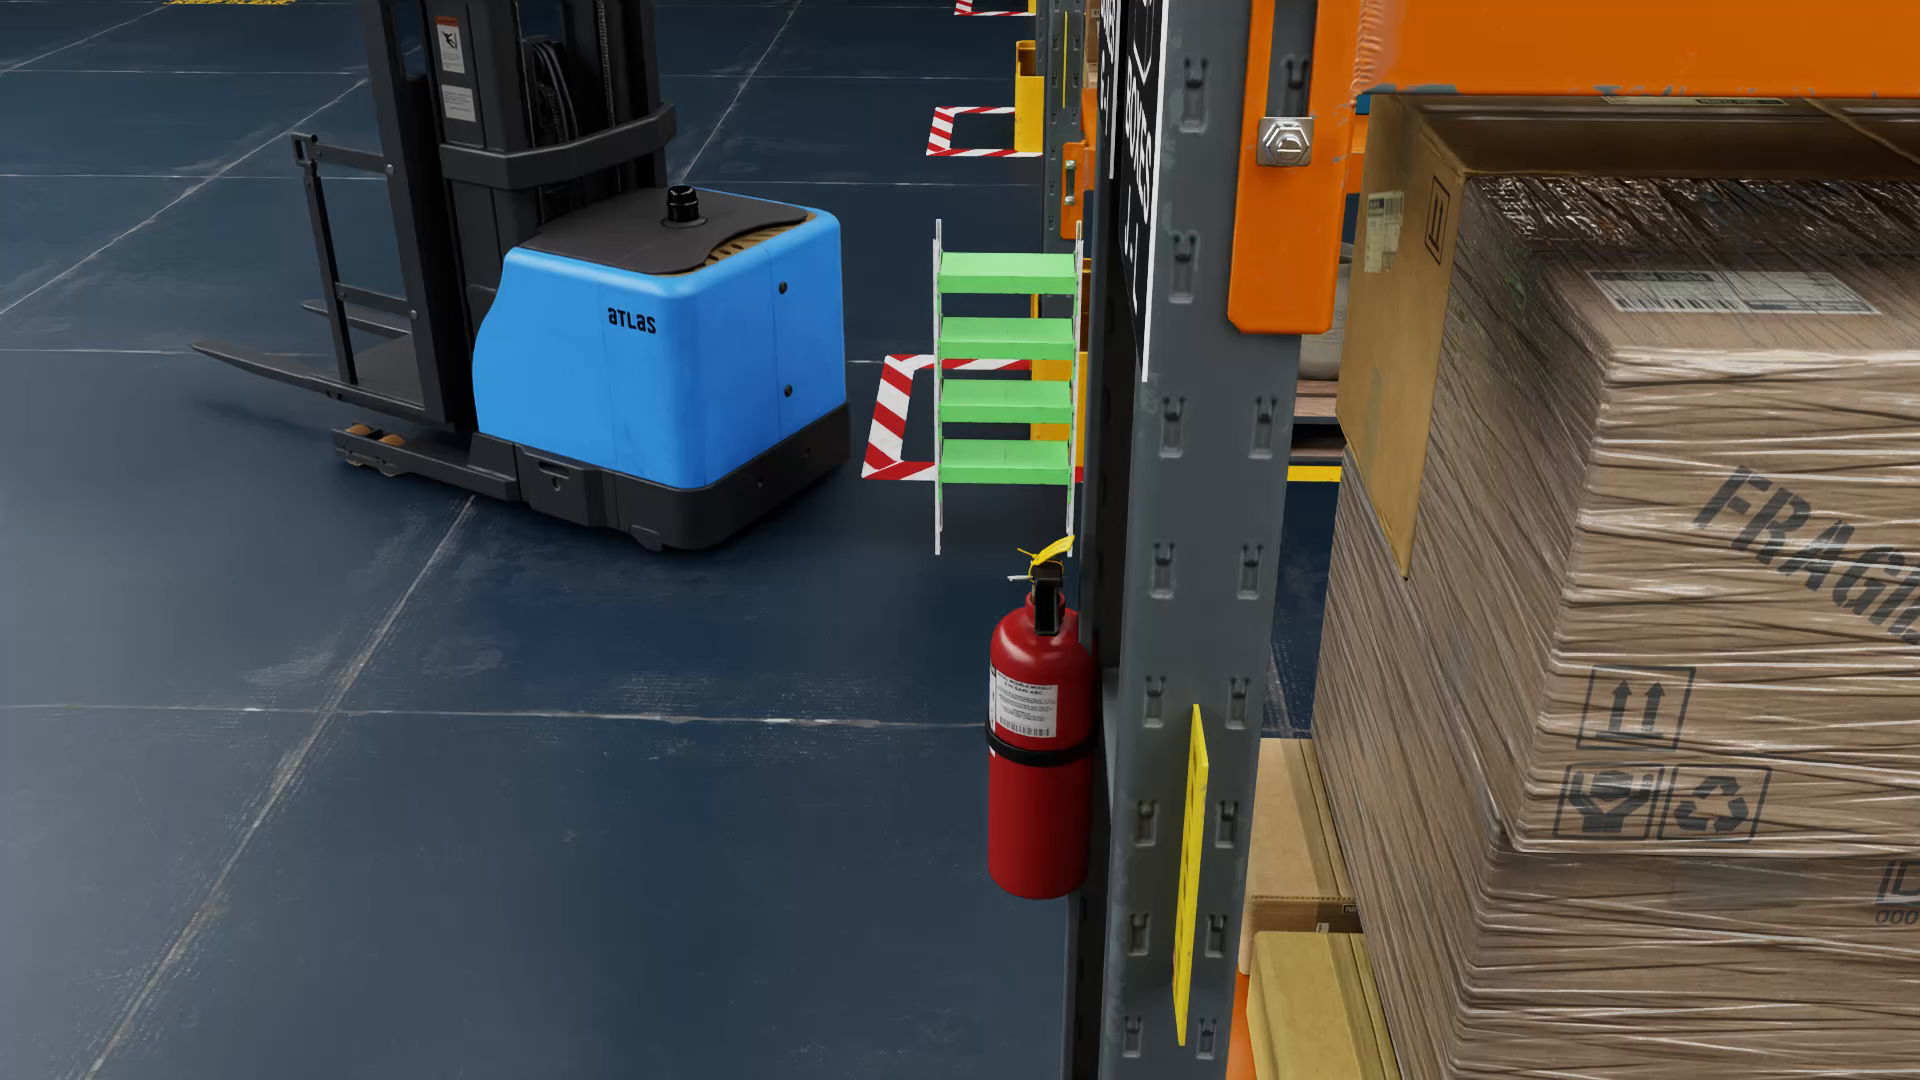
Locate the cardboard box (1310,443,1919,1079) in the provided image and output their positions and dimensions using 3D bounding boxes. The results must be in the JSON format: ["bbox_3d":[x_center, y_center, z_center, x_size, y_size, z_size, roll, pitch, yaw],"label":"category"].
[{"bbox_3d":[0.779,0.287,2.083,0.500,0.500,0.875,1,28,2],"label":"cardboard box"}]

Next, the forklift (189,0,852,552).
[{"bbox_3d":[-1.972,-1.748,6.418,3.031,2.935,1.130,15,32,27],"label":"forklift"}]

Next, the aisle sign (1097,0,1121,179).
[{"bbox_3d":[0.179,-0.850,1.875,0.004,0.787,0.394,1,28,2],"label":"aisle sign"}]

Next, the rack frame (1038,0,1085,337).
[{"bbox_3d":[0.405,-1.878,6.590,0.127,3.000,1.000,1,28,2],"label":"rack frame"}]

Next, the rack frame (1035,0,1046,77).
[{"bbox_3d":[0.583,-4.197,10.964,0.127,3.000,1.000,1,28,2],"label":"rack frame"}]

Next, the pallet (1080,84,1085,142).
[{"bbox_3d":[1.349,-2.972,11.630,1.213,0.211,1.003,1,28,2],"label":"pallet"}]

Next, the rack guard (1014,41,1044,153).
[{"bbox_3d":[0.559,-3.093,11.550,0.348,0.500,1.175,1,28,2],"label":"rack guard"}]

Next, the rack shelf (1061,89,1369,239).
[{"bbox_3d":[2.403,-1.527,6.697,4.000,0.370,1.077,1,28,2],"label":"rack shelf"}]

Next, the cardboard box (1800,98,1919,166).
[{"bbox_3d":[1.288,-0.278,2.080,0.500,0.500,0.500,1,28,2],"label":"cardboard box"}]

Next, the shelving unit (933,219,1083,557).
[{"bbox_3d":[0.165,-0.527,5.964,0.503,1.200,0.258,1,28,2],"label":"shelving unit"}]

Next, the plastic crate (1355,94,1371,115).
[{"bbox_3d":[1.564,-1.931,6.849,0.408,0.251,0.499,1,28,2],"label":"plastic crate"}]

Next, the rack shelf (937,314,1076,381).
[{"bbox_3d":[0.165,-0.683,5.881,0.480,0.148,0.258,1,28,2],"label":"rack shelf"}]

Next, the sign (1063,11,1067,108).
[{"bbox_3d":[0.381,-1.743,6.040,0.005,0.325,0.100,1,28,2],"label":"sign"}]

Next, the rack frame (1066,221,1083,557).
[{"bbox_3d":[0.409,-0.523,5.956,0.015,1.200,0.240,1,28,2],"label":"rack frame"}]

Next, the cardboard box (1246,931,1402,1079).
[{"bbox_3d":[0.506,0.667,2.056,0.250,0.149,0.380,1,28,2],"label":"cardboard box"}]

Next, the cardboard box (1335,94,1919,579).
[{"bbox_3d":[0.788,-0.284,2.091,0.500,0.500,0.500,1,28,2],"label":"cardboard box"}]

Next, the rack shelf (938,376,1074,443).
[{"bbox_3d":[0.165,-0.471,5.994,0.480,0.148,0.258,1,28,2],"label":"rack shelf"}]

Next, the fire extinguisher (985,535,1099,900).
[{"bbox_3d":[0.132,0.257,2.646,0.183,0.674,0.296,1,28,2],"label":"fire extinguisher"}]

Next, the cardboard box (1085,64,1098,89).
[{"bbox_3d":[1.111,-3.054,11.296,0.500,0.250,0.500,1,28,2],"label":"cardboard box"}]

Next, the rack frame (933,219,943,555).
[{"bbox_3d":[-0.078,-0.531,5.971,0.015,1.200,0.240,1,28,2],"label":"rack frame"}]

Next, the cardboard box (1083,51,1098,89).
[{"bbox_3d":[1.130,-3.297,11.754,0.500,0.250,0.500,1,28,2],"label":"cardboard box"}]

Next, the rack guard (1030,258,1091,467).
[{"bbox_3d":[0.482,-0.795,7.215,0.348,0.500,1.175,1,28,2],"label":"rack guard"}]

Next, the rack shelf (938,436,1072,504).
[{"bbox_3d":[0.165,-0.259,6.106,0.480,0.148,0.258,1,28,2],"label":"rack shelf"}]

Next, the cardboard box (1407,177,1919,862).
[{"bbox_3d":[0.770,-0.041,1.632,0.500,0.500,0.500,1,28,2],"label":"cardboard box"}]

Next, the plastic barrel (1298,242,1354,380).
[{"bbox_3d":[1.566,-0.981,7.106,0.421,0.512,0.421,0,28,0],"label":"plastic barrel"}]

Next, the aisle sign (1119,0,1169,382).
[{"bbox_3d":[0.157,-0.569,1.345,0.004,0.787,0.394,1,28,2],"label":"aisle sign"}]

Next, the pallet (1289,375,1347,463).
[{"bbox_3d":[1.294,-0.651,7.253,1.213,0.211,1.003,1,28,2],"label":"pallet"}]

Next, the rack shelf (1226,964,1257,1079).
[{"bbox_3d":[2.229,0.791,2.323,4.000,0.370,1.077,1,28,2],"label":"rack shelf"}]

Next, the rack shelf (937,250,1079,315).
[{"bbox_3d":[0.165,-0.895,5.769,0.480,0.148,0.258,1,28,2],"label":"rack shelf"}]

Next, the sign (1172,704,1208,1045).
[{"bbox_3d":[0.211,0.312,1.535,0.005,0.325,0.100,1,28,2],"label":"sign"}]

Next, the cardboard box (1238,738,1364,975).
[{"bbox_3d":[0.522,0.459,2.449,0.250,0.149,0.380,1,28,2],"label":"cardboard box"}]

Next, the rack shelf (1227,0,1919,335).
[{"bbox_3d":[2.229,-0.534,1.621,4.000,0.370,1.077,1,28,2],"label":"rack shelf"}]

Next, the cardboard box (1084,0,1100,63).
[{"bbox_3d":[1.130,-3.629,11.580,0.500,0.500,0.500,1,28,2],"label":"cardboard box"}]

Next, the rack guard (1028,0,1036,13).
[{"bbox_3d":[0.830,-5.410,15.921,0.348,0.500,1.175,1,28,2],"label":"rack guard"}]
